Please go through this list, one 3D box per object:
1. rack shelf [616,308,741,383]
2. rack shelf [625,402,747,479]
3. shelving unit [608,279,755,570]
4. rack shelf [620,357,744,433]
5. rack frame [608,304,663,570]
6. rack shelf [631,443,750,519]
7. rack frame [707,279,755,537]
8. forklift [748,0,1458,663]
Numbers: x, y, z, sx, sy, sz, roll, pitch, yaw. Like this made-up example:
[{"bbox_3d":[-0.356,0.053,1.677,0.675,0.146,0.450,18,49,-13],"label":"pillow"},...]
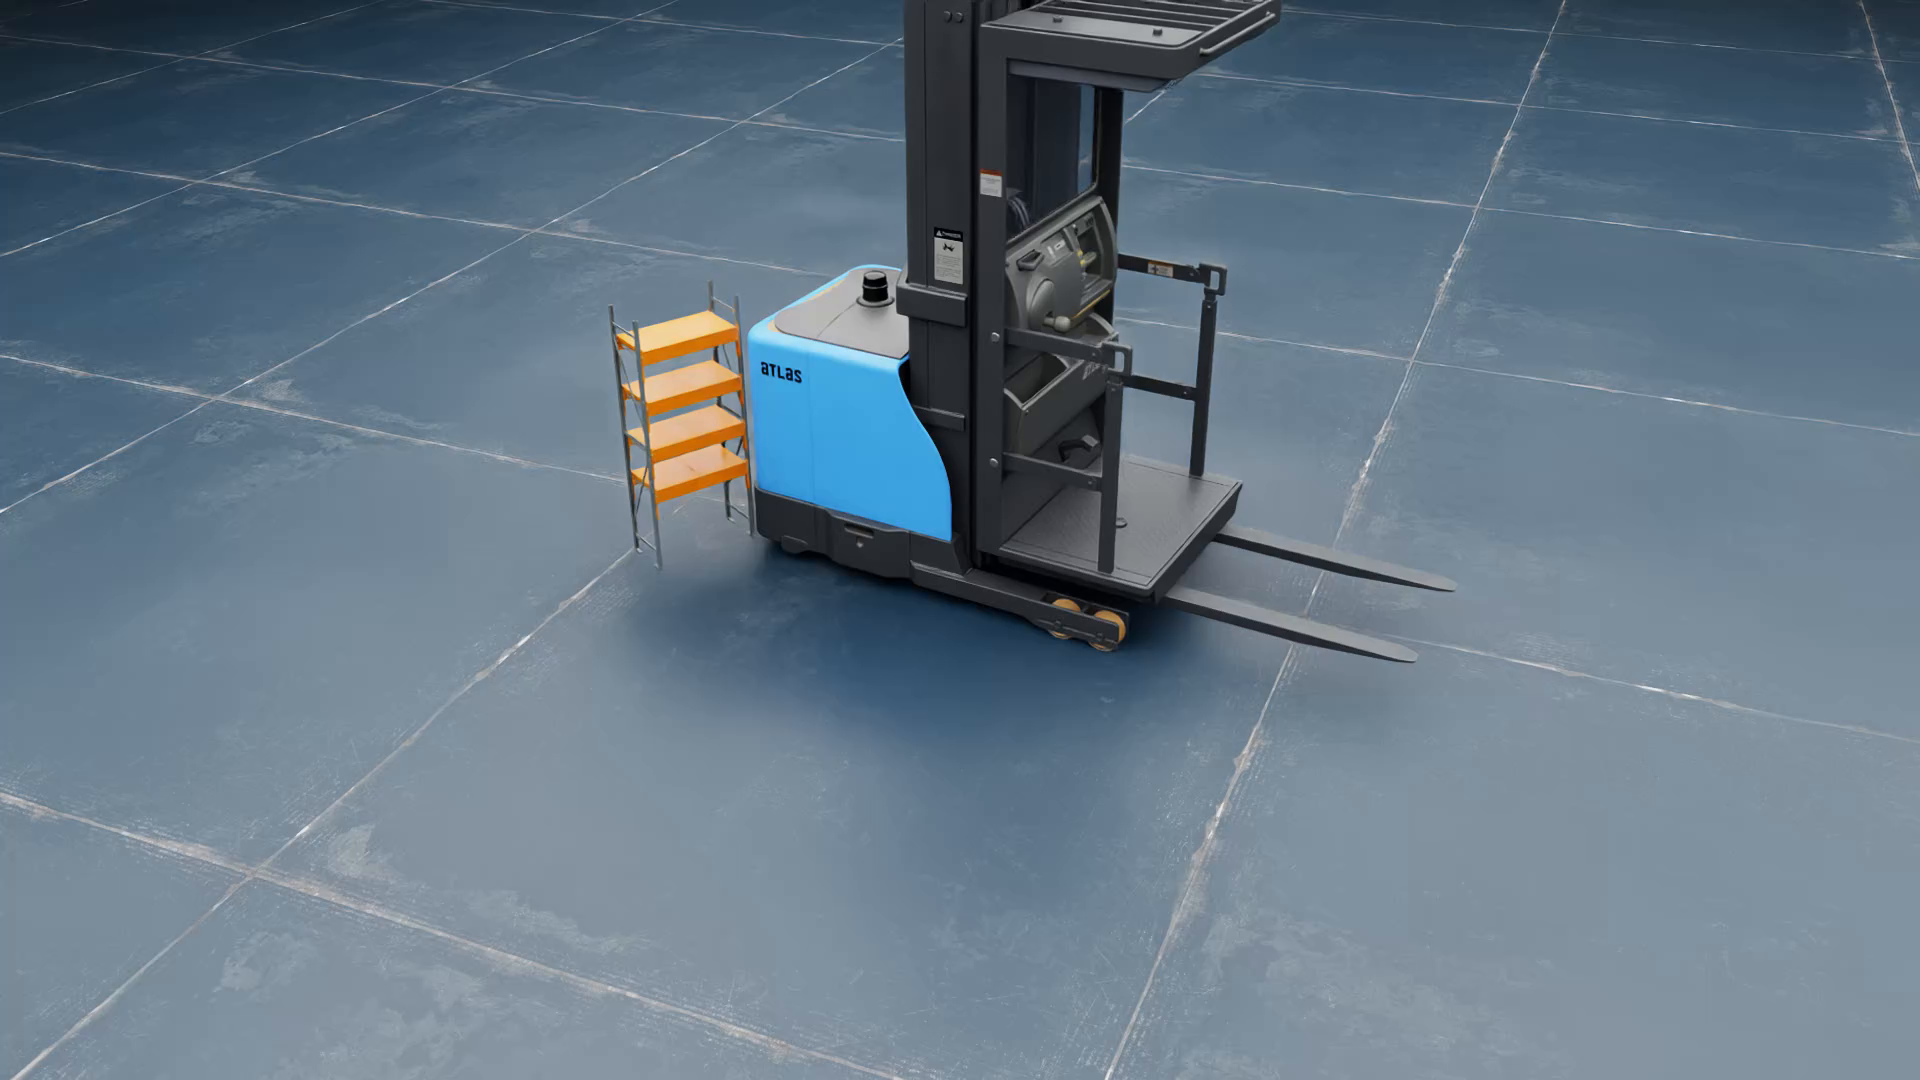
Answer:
[{"bbox_3d":[-1.229,-0.851,7.238,0.480,0.148,0.258,-21,36,-32],"label":"rack shelf"},{"bbox_3d":[-1.229,-0.450,7.464,0.480,0.148,0.258,-21,36,-32],"label":"rack shelf"},{"bbox_3d":[-1.229,-0.509,7.431,0.503,1.200,0.258,-21,36,-32],"label":"shelving unit"},{"bbox_3d":[-1.229,-0.645,7.354,0.480,0.148,0.258,-21,36,-32],"label":"rack shelf"},{"bbox_3d":[-1.422,-0.435,7.300,0.015,1.200,0.240,-21,36,-32],"label":"rack frame"},{"bbox_3d":[-1.229,-0.277,7.562,0.480,0.148,0.258,-21,36,-32],"label":"rack shelf"},{"bbox_3d":[-1.037,-0.583,7.561,0.015,1.200,0.240,-21,36,-32],"label":"rack frame"},{"bbox_3d":[0.602,-1.112,6.738,3.031,2.935,1.130,15,33,25],"label":"forklift"}]
